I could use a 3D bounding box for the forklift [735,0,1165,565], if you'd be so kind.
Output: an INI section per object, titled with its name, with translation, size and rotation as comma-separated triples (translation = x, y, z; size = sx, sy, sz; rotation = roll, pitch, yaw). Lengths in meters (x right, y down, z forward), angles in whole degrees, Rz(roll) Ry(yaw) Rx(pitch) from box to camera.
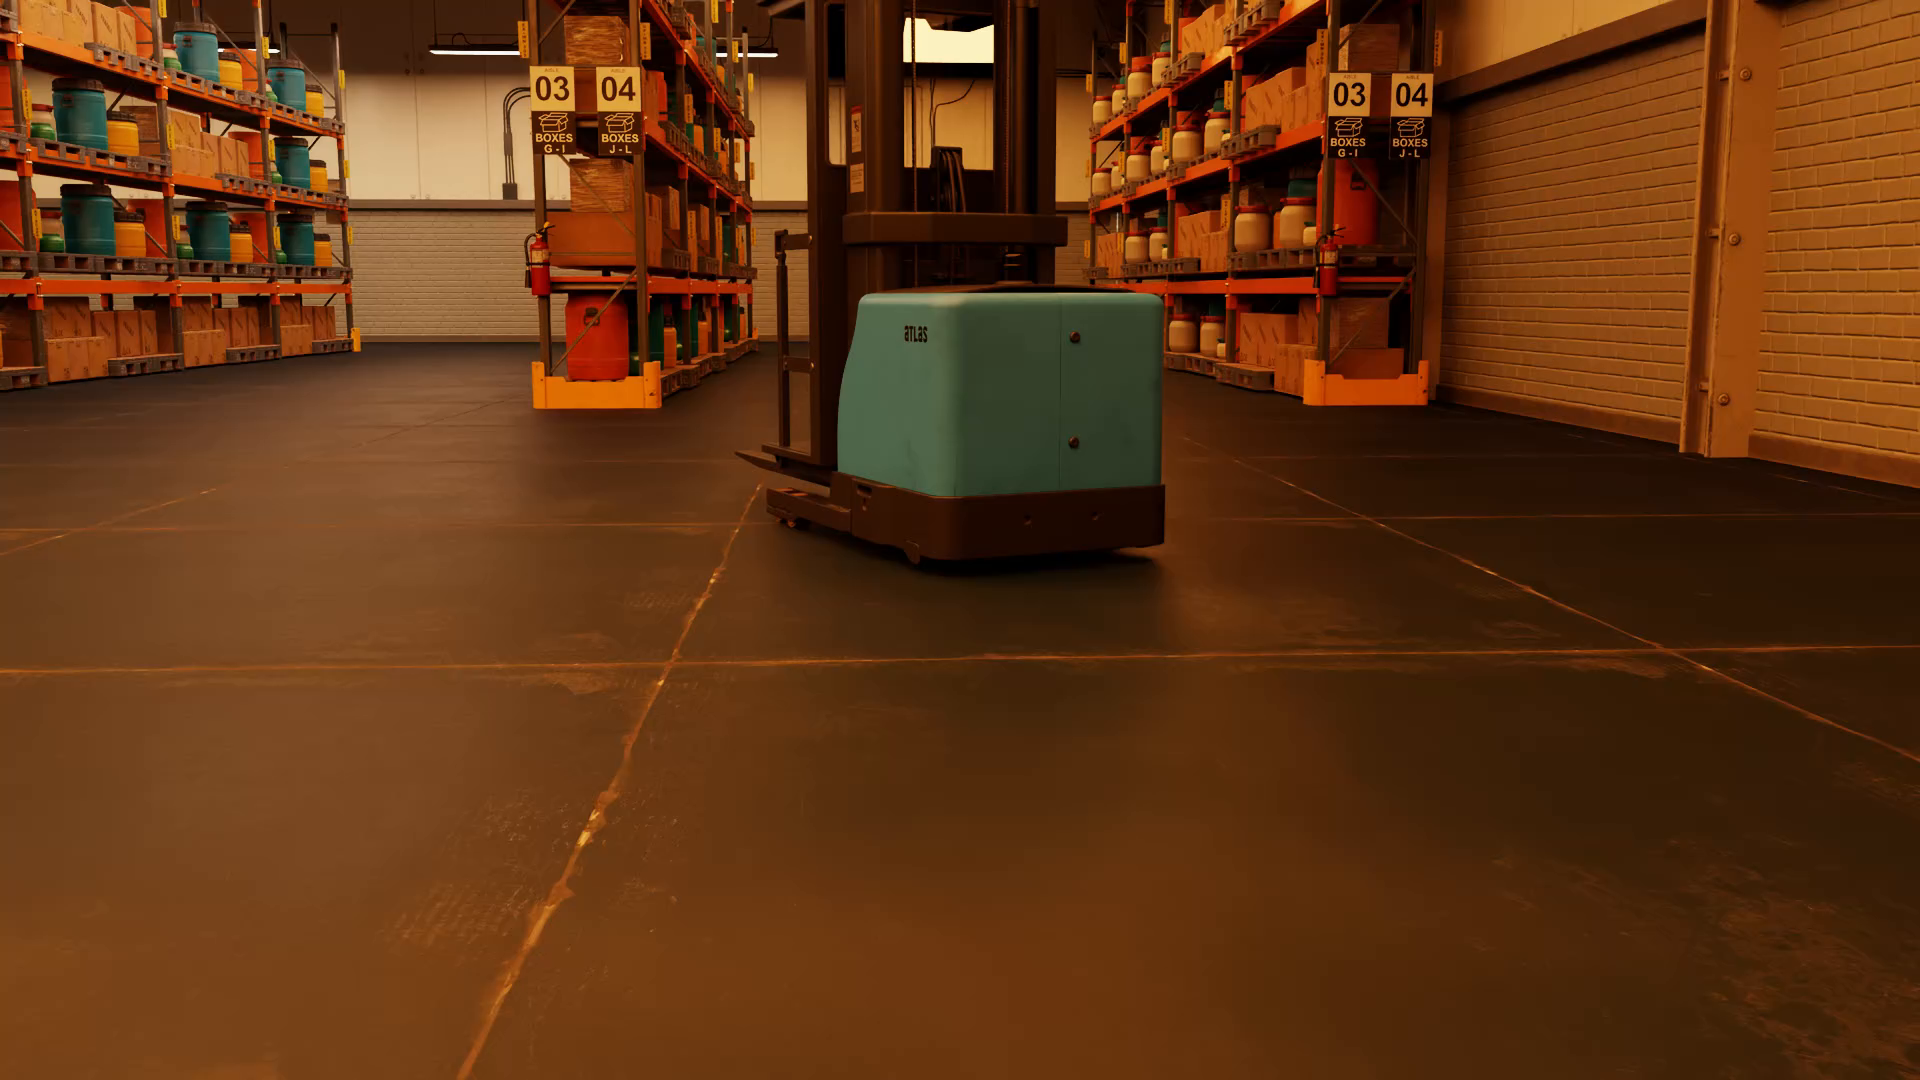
[forklift]
translation = -0.264, -1.530, 7.637
size = 1.130, 2.935, 3.031
rotation = -4, 9, -25
